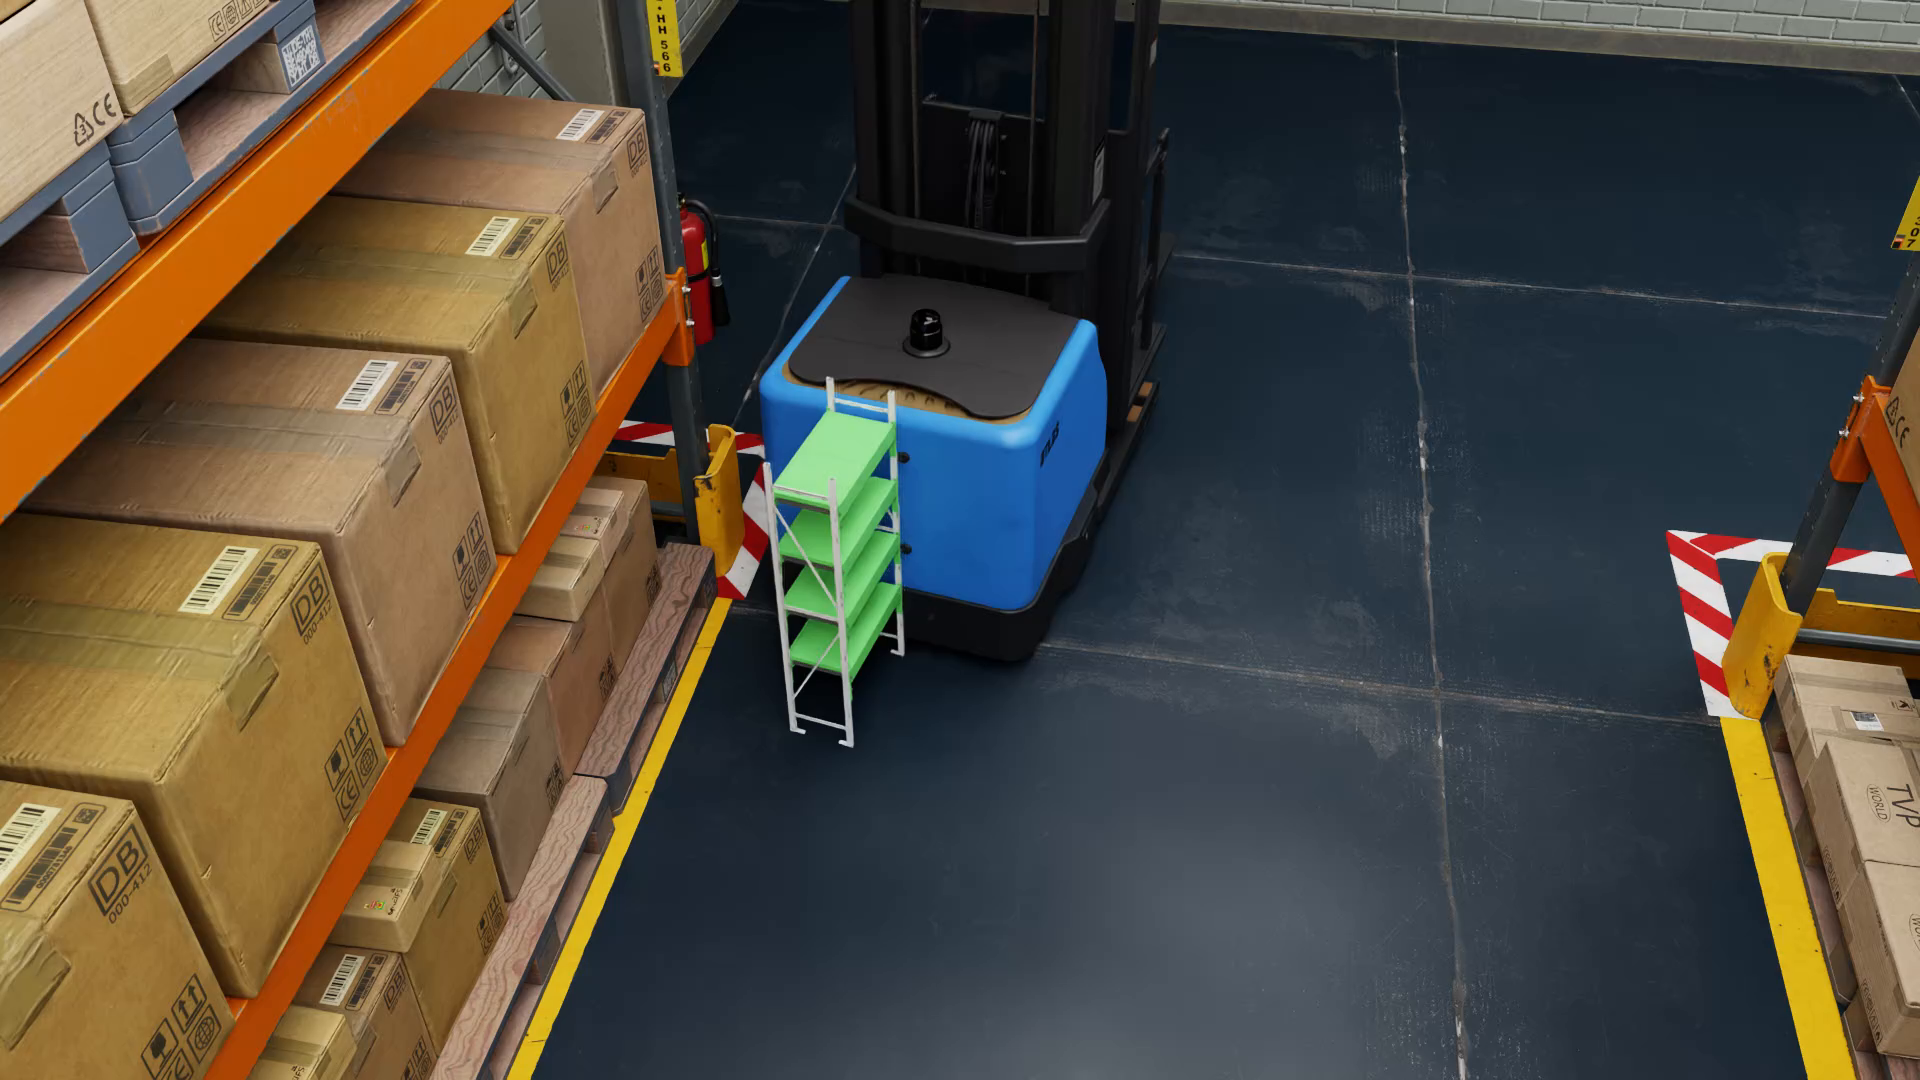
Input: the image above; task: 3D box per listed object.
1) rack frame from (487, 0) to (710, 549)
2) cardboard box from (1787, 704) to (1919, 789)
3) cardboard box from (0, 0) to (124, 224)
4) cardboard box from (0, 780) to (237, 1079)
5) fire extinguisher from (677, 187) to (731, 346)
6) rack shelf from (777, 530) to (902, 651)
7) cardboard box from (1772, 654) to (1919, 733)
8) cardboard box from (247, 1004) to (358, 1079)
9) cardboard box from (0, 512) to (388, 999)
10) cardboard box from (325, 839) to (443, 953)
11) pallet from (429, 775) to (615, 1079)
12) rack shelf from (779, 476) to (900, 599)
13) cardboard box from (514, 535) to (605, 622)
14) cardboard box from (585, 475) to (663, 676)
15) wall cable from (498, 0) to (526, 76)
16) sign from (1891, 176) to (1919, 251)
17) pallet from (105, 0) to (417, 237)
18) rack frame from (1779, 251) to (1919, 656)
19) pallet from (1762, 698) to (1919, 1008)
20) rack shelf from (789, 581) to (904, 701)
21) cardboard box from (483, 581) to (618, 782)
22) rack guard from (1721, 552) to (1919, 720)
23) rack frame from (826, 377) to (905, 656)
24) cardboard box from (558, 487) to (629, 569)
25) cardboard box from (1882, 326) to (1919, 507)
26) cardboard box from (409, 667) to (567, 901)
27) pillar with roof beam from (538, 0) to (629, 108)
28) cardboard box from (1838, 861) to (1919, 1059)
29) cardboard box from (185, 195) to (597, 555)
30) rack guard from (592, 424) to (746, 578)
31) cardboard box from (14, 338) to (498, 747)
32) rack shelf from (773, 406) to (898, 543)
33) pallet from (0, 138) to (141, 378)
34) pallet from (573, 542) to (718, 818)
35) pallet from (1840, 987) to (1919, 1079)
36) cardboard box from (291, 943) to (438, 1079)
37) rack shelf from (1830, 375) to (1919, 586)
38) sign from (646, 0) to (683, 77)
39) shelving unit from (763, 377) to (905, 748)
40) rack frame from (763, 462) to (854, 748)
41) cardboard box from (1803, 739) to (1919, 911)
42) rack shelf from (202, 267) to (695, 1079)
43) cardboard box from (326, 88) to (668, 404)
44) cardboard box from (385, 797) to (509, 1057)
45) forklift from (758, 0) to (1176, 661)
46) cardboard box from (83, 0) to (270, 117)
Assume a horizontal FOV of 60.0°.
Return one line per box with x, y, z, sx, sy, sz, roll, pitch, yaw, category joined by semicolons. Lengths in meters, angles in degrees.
-1.474;-1.155;5.793;1.000;3.000;0.127;6;40;8;rack frame
2.951;0.693;5.436;0.380;0.166;0.250;6;40;8;cardboard box
-1.685;-0.666;2.557;0.500;0.250;0.500;6;40;7;cardboard box
-2.056;0.901;3.070;0.980;0.700;0.700;7;40;8;cardboard box
-0.993;-1.025;5.989;0.296;0.674;0.183;6;40;8;fire extinguisher
-0.408;0.145;5.727;0.258;0.148;0.480;13;42;15;rack shelf
2.995;0.543;5.631;0.380;0.149;0.250;6;40;8;cardboard box
-1.697;1.254;4.002;0.380;0.149;0.250;8;40;9;cardboard box
-1.924;0.444;3.624;0.980;0.700;0.700;5;40;7;cardboard box
-1.607;0.927;4.398;0.380;0.149;0.250;5;40;6;cardboard box
-1.749;1.194;5.141;1.003;0.211;1.213;6;40;8;pallet
-0.410;-0.038;5.571;0.258;0.148;0.480;13;42;15;rack shelf
-1.383;0.108;5.388;0.380;0.149;0.250;7;40;9;cardboard box
-1.497;0.097;5.911;0.700;0.500;0.500;6;40;8;cardboard box
-2.184;-2.454;6.567;0.084;1.984;1.851;6;40;8;wall cable
2.871;-1.004;4.931;0.100;0.325;0.005;6;40;8;sign
-1.801;-1.042;3.372;1.003;0.211;1.213;6;40;8;pallet
3.406;-0.611;5.135;1.000;3.000;0.127;6;40;8;rack frame
3.256;1.012;5.361;1.003;0.211;1.213;6;40;8;pallet
-0.407;0.327;5.883;0.258;0.148;0.480;13;42;15;rack shelf
-1.583;0.411;5.531;0.700;0.500;0.500;6;40;8;cardboard box
3.393;0.400;5.874;1.175;0.500;0.348;6;40;8;rack guard
-0.325;-0.053;5.859;0.240;1.200;0.015;13;42;15;rack frame
-1.339;-0.052;5.582;0.380;0.149;0.250;6;40;7;cardboard box
3.069;-0.400;4.801;0.500;0.500;0.500;7;40;9;cardboard box
-1.669;0.727;5.149;0.700;0.500;0.500;5;40;6;cardboard box
2.381;-4.782;5.472;9.100;9.000;0.400;6;40;8;pillar with roof beam
2.859;1.217;4.737;0.500;0.250;0.500;6;40;8;cardboard box
-1.667;-0.491;4.755;0.980;0.700;0.700;6;40;7;cardboard box
-1.470;-0.207;6.607;1.175;0.500;0.348;6;40;8;rack guard
-1.808;-0.014;4.177;0.980;0.700;0.700;5;40;6;cardboard box
-0.411;-0.220;5.415;0.258;0.148;0.480;13;42;15;rack shelf
-2.014;-0.279;2.449;1.003;0.211;1.213;6;40;8;pallet
-1.535;0.430;6.064;1.003;0.211;1.213;6;40;8;pallet
3.042;1.775;4.437;1.003;0.211;1.213;6;40;8;pallet
-1.846;1.384;4.354;0.700;0.500;0.500;6;40;7;cardboard box
3.060;0.921;3.846;1.077;0.370;4.000;6;40;8;rack shelf
-0.942;-1.624;5.265;0.100;0.325;0.005;6;40;8;sign
-0.409;0.096;5.685;0.258;1.200;0.503;13;42;15;shelving unit
-0.493;0.245;5.512;0.240;1.200;0.015;13;42;15;rack frame
2.946;0.903;5.116;0.500;0.250;0.500;6;40;8;cardboard box
-1.820;0.378;4.504;1.077;0.370;4.000;6;40;8;rack shelf
-1.552;-0.949;5.309;0.980;0.700;0.700;8;40;10;cardboard box
-1.754;1.062;4.743;0.700;0.500;0.500;7;40;9;cardboard box
0.249;-1.632;6.423;1.130;2.935;3.031;13;41;15;forklift
-1.603;-0.989;2.947;0.500;0.250;0.500;5;40;6;cardboard box
